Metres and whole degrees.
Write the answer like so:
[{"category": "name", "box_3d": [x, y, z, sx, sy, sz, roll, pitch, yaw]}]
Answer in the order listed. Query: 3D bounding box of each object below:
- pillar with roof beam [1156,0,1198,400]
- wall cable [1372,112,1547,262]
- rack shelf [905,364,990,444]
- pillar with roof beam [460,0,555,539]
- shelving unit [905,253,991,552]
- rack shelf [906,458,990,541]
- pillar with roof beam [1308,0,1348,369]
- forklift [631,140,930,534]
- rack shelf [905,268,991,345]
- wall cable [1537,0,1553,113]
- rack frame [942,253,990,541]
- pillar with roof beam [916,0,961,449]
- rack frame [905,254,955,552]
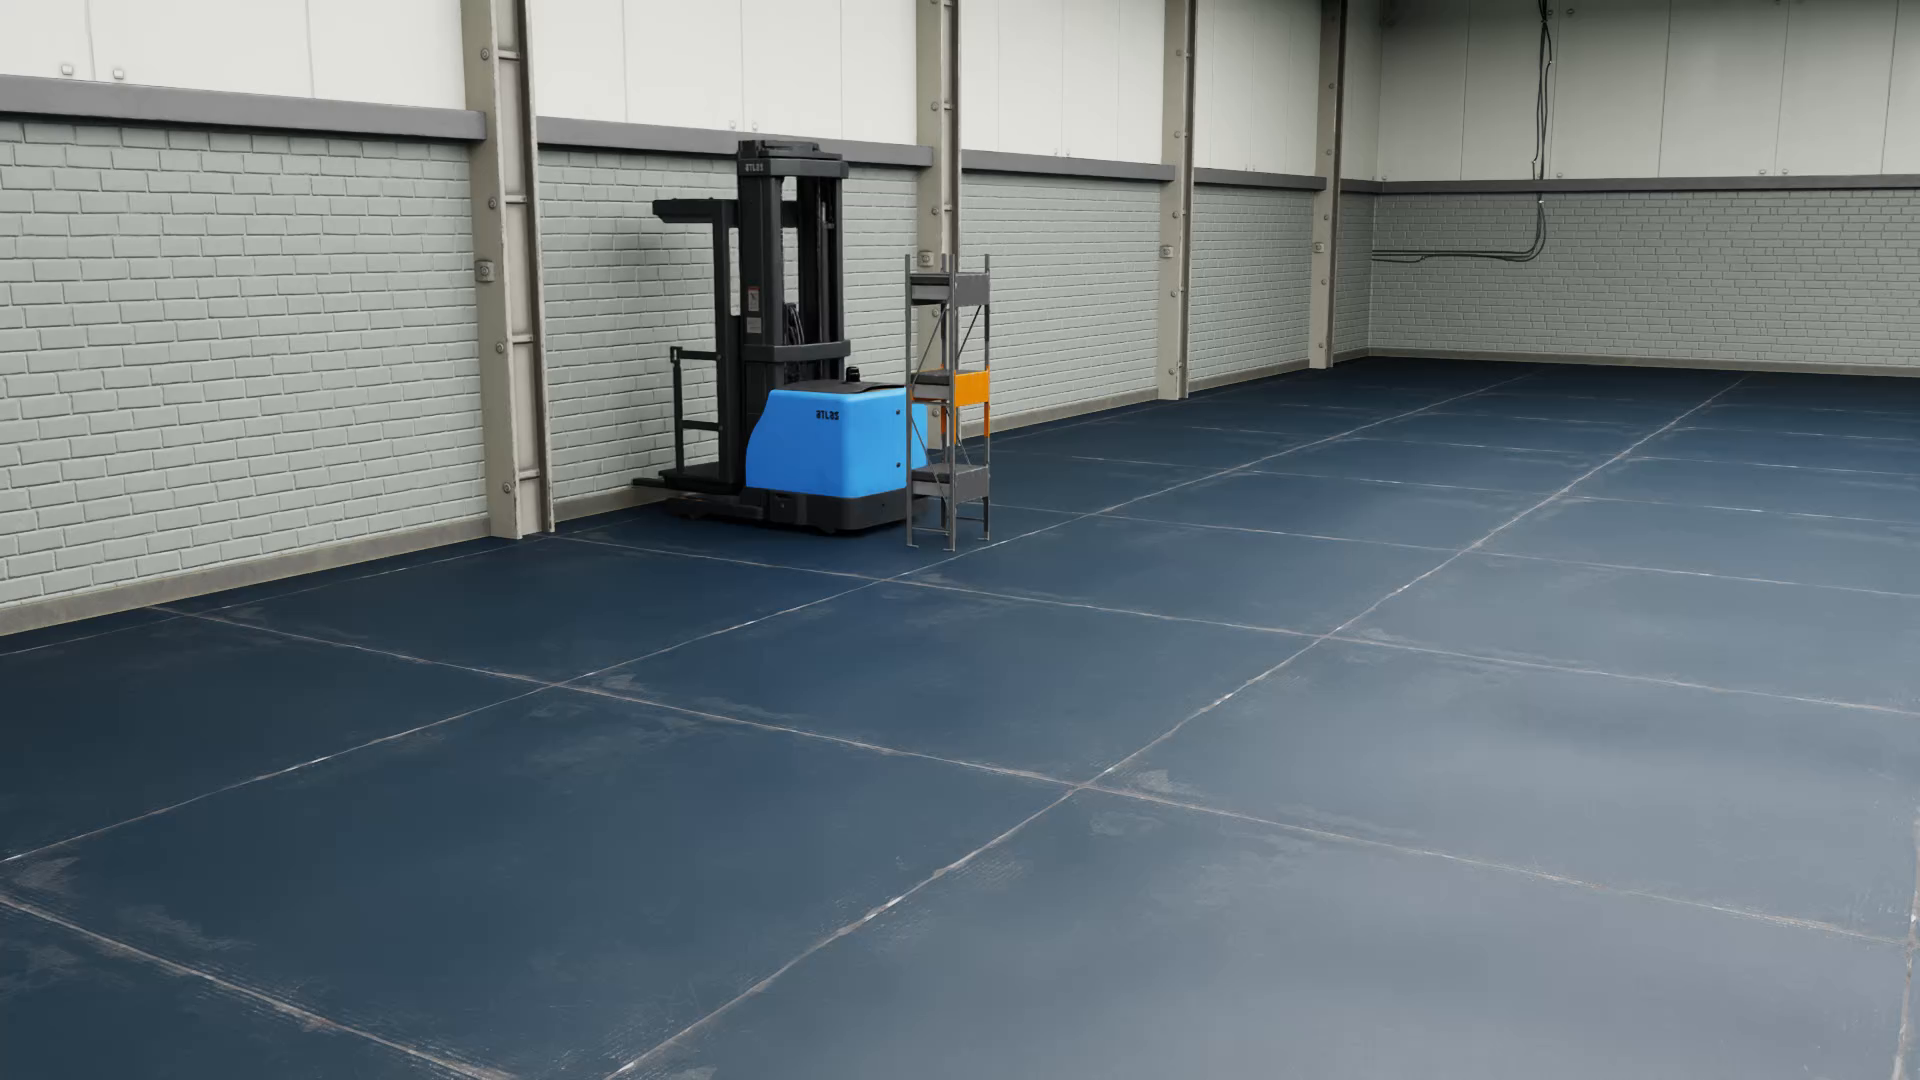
[{"category": "pillar with roof beam", "box_3d": [6.578, -5.951, 19.702, 9.100, 9.000, 0.400, 6, 12, 31]}, {"category": "wall cable", "box_3d": [8.673, -6.117, 29.025, 3.097, 2.526, 0.112, 6, 12, 31]}, {"category": "rack shelf", "box_3d": [-0.086, -0.993, 12.039, 0.431, 0.518, 0.480, 6, 12, 31]}, {"category": "pillar with roof beam", "box_3d": [0.348, -4.064, 9.622, 9.100, 9.000, 0.400, 6, 12, 31]}, {"category": "shelving unit", "box_3d": [-0.086, -1.006, 12.036, 0.431, 2.100, 0.503, 6, 12, 31]}, {"category": "rack shelf", "box_3d": [-0.086, -0.305, 12.168, 0.431, 0.518, 0.480, 6, 12, 31]}, {"category": "pillar with roof beam", "box_3d": [9.693, -6.895, 24.743, 9.100, 9.000, 0.400, 6, 12, 31]}, {"category": "forklift", "box_3d": [-1.738, -1.675, 13.352, 3.031, 2.935, 1.130, 7, 13, 34]}, {"category": "rack shelf", "box_3d": [-0.086, -1.681, 11.910, 0.431, 0.518, 0.480, 6, 12, 31]}, {"category": "wall cable", "box_3d": [10.985, -8.341, 27.180, 3.097, 2.526, 0.112, 6, 12, 31]}, {"category": "rack frame", "box_3d": [0.041, -1.044, 12.241, 0.400, 2.100, 0.015, 6, 12, 31]}, {"category": "pillar with roof beam", "box_3d": [3.463, -5.008, 14.662, 9.100, 9.000, 0.400, 6, 12, 31]}, {"category": "rack frame", "box_3d": [-0.213, -0.968, 11.831, 0.400, 2.100, 0.015, 6, 12, 31]}]
